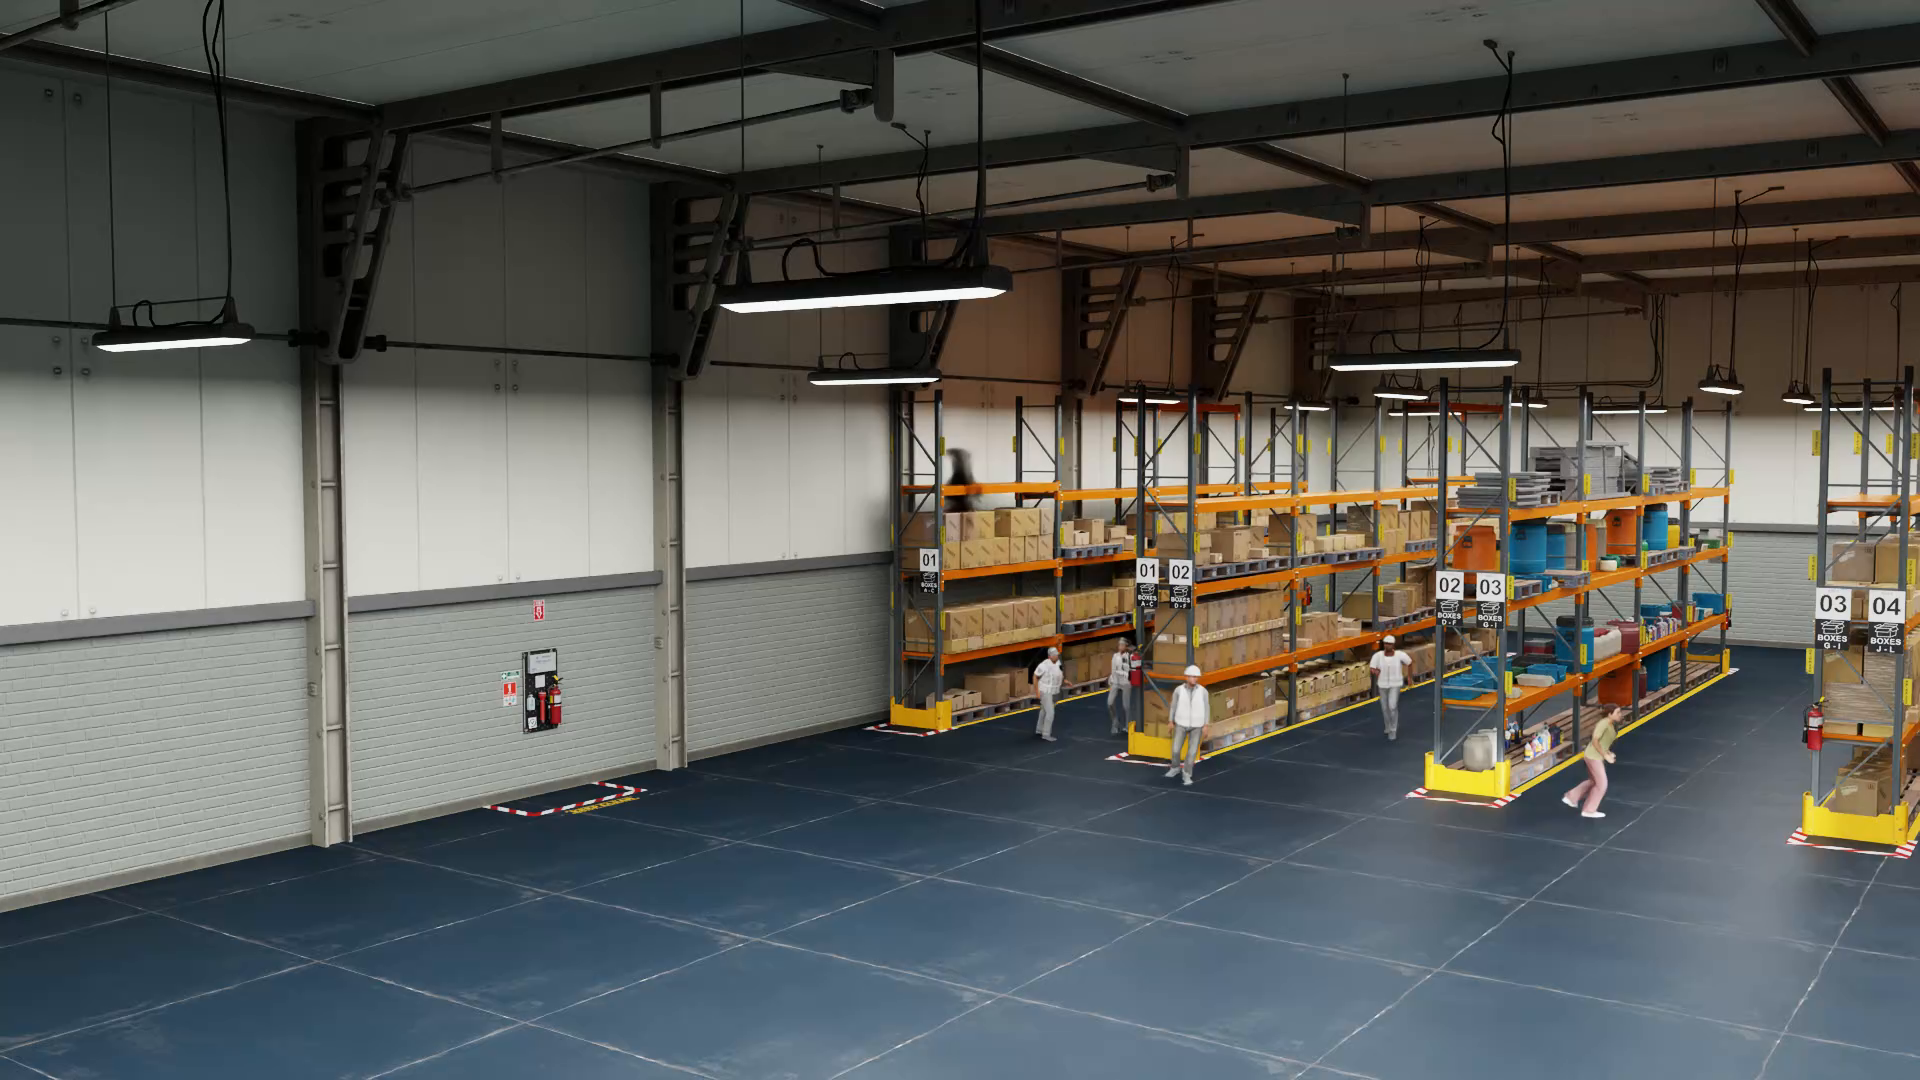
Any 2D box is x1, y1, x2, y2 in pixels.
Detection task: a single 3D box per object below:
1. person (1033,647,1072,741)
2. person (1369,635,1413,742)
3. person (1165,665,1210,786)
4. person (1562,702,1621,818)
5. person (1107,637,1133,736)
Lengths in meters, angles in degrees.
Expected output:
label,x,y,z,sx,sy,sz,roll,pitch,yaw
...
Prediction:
label,x,y,z,sx,sy,sz,roll,pitch,yaw
person,1.553,2.613,28.499,0.819,1.597,0.683,3,4,39
person,7.339,2.527,28.395,0.684,1.812,0.823,2,4,26
person,3.363,2.742,24.621,0.648,1.788,0.468,0,3,2
person,8.523,2.952,22.441,0.758,1.576,0.579,2,4,30
person,2.797,2.535,28.852,0.560,1.718,0.693,2,4,29
